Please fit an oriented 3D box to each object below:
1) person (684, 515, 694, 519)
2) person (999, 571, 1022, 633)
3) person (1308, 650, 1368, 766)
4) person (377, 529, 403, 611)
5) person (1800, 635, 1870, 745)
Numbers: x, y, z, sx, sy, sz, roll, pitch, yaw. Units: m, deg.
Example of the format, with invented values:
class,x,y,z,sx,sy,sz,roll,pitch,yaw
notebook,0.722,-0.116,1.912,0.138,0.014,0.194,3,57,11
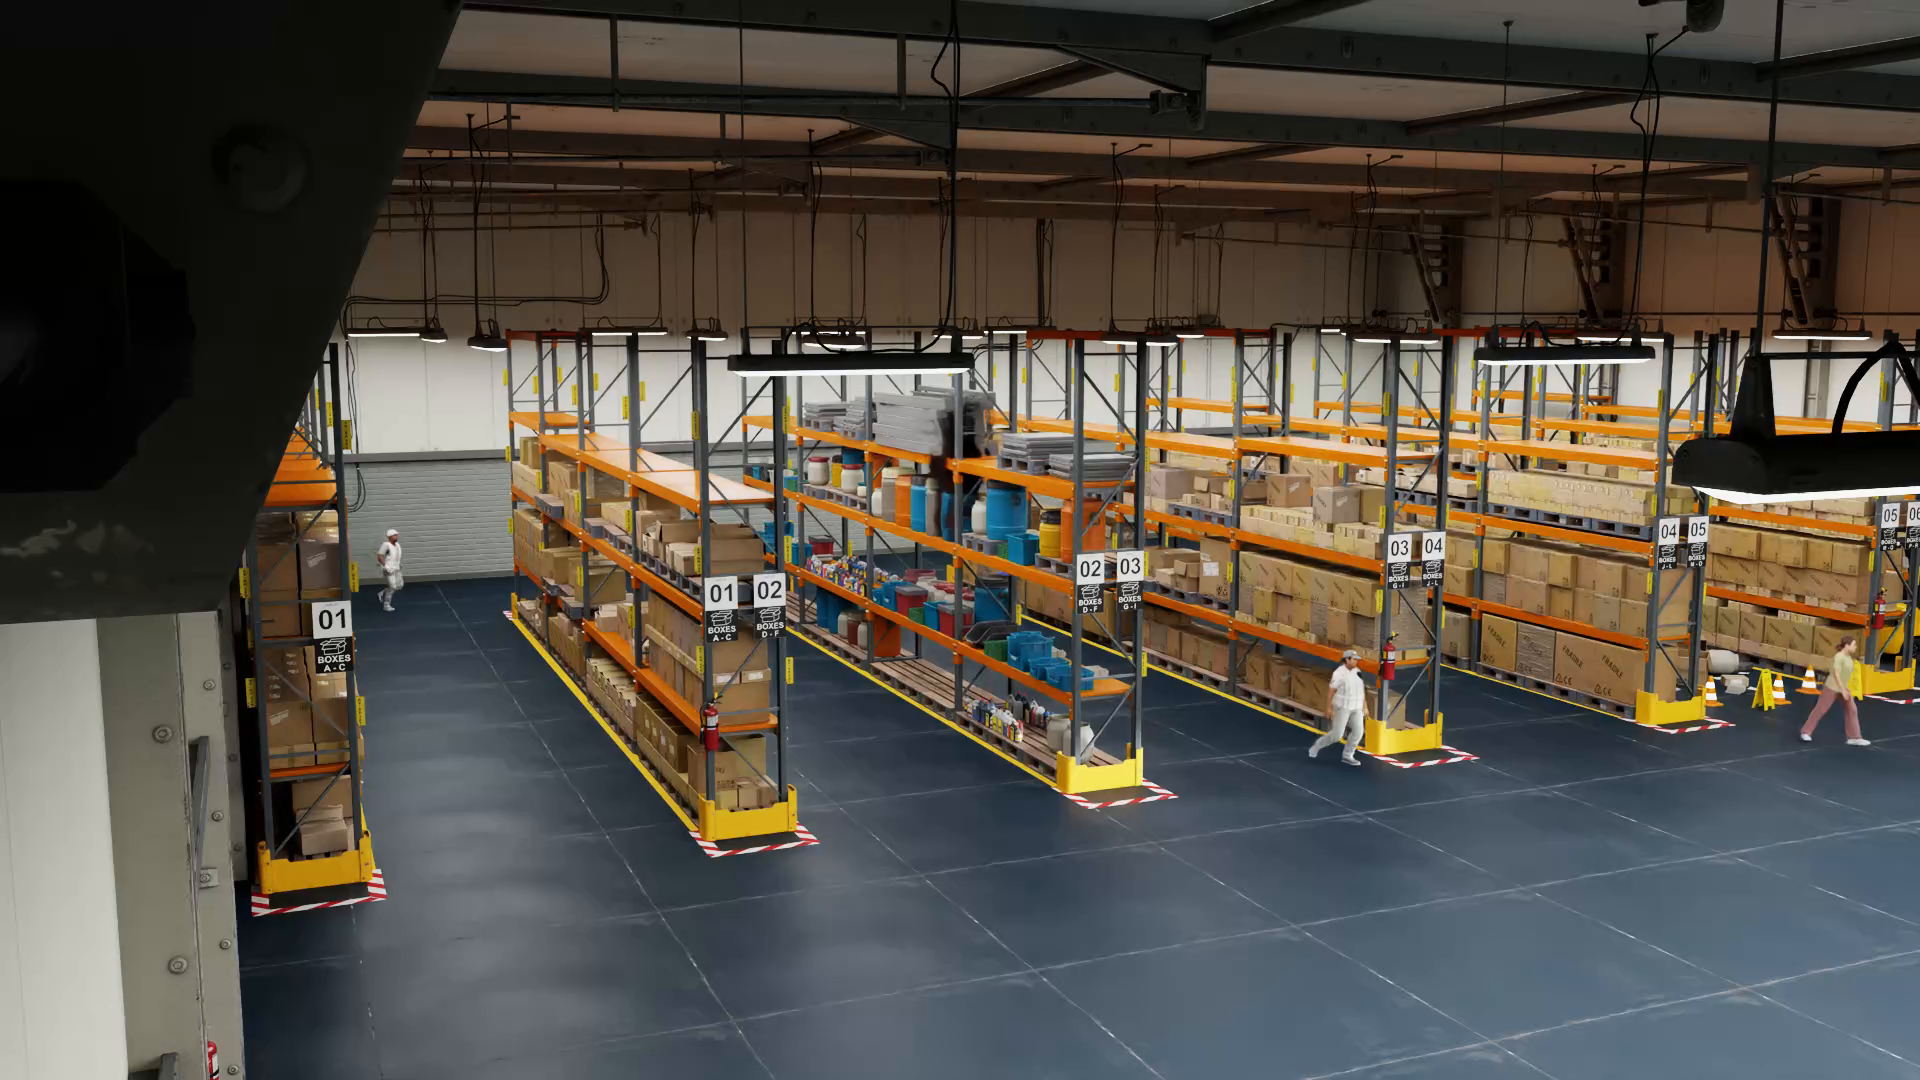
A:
class,x,y,z,sx,sy,sz,roll,pitch,yaw
person,-6.347,0.230,38.671,0.858,1.674,0.551,-1,8,-10
person,0.958,1.133,32.241,0.550,1.715,0.848,-4,9,-24
person,5.323,2.343,23.377,0.697,1.631,0.604,-4,9,-29
person,-12.252,0.628,35.739,0.566,1.710,0.729,2,8,15
person,12.926,2.202,24.493,0.640,1.618,0.864,-6,10,-38
